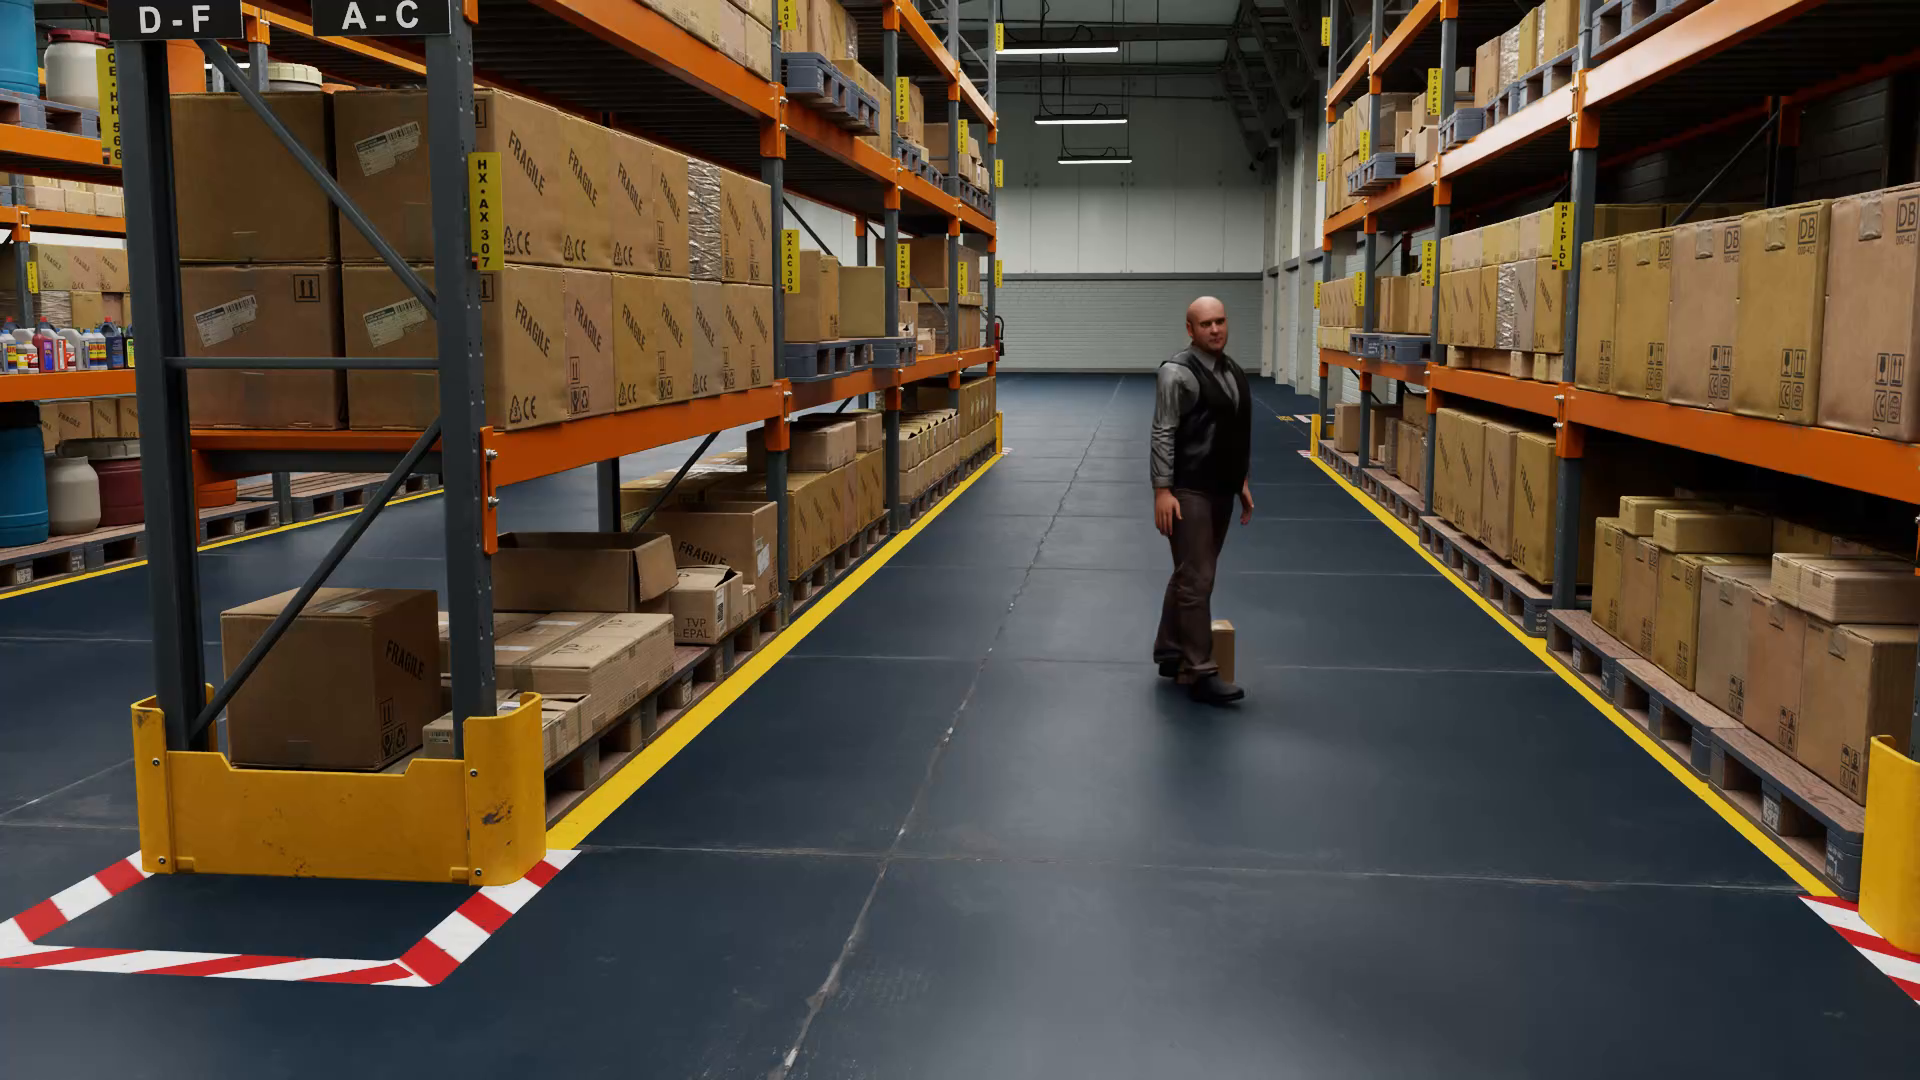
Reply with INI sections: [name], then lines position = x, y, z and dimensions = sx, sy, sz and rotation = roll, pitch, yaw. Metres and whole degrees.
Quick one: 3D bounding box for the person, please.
[person]
position = 1.065, -0.189, 7.216
dimensions = 0.609, 1.721, 0.585
rotation = 6, 10, 40
